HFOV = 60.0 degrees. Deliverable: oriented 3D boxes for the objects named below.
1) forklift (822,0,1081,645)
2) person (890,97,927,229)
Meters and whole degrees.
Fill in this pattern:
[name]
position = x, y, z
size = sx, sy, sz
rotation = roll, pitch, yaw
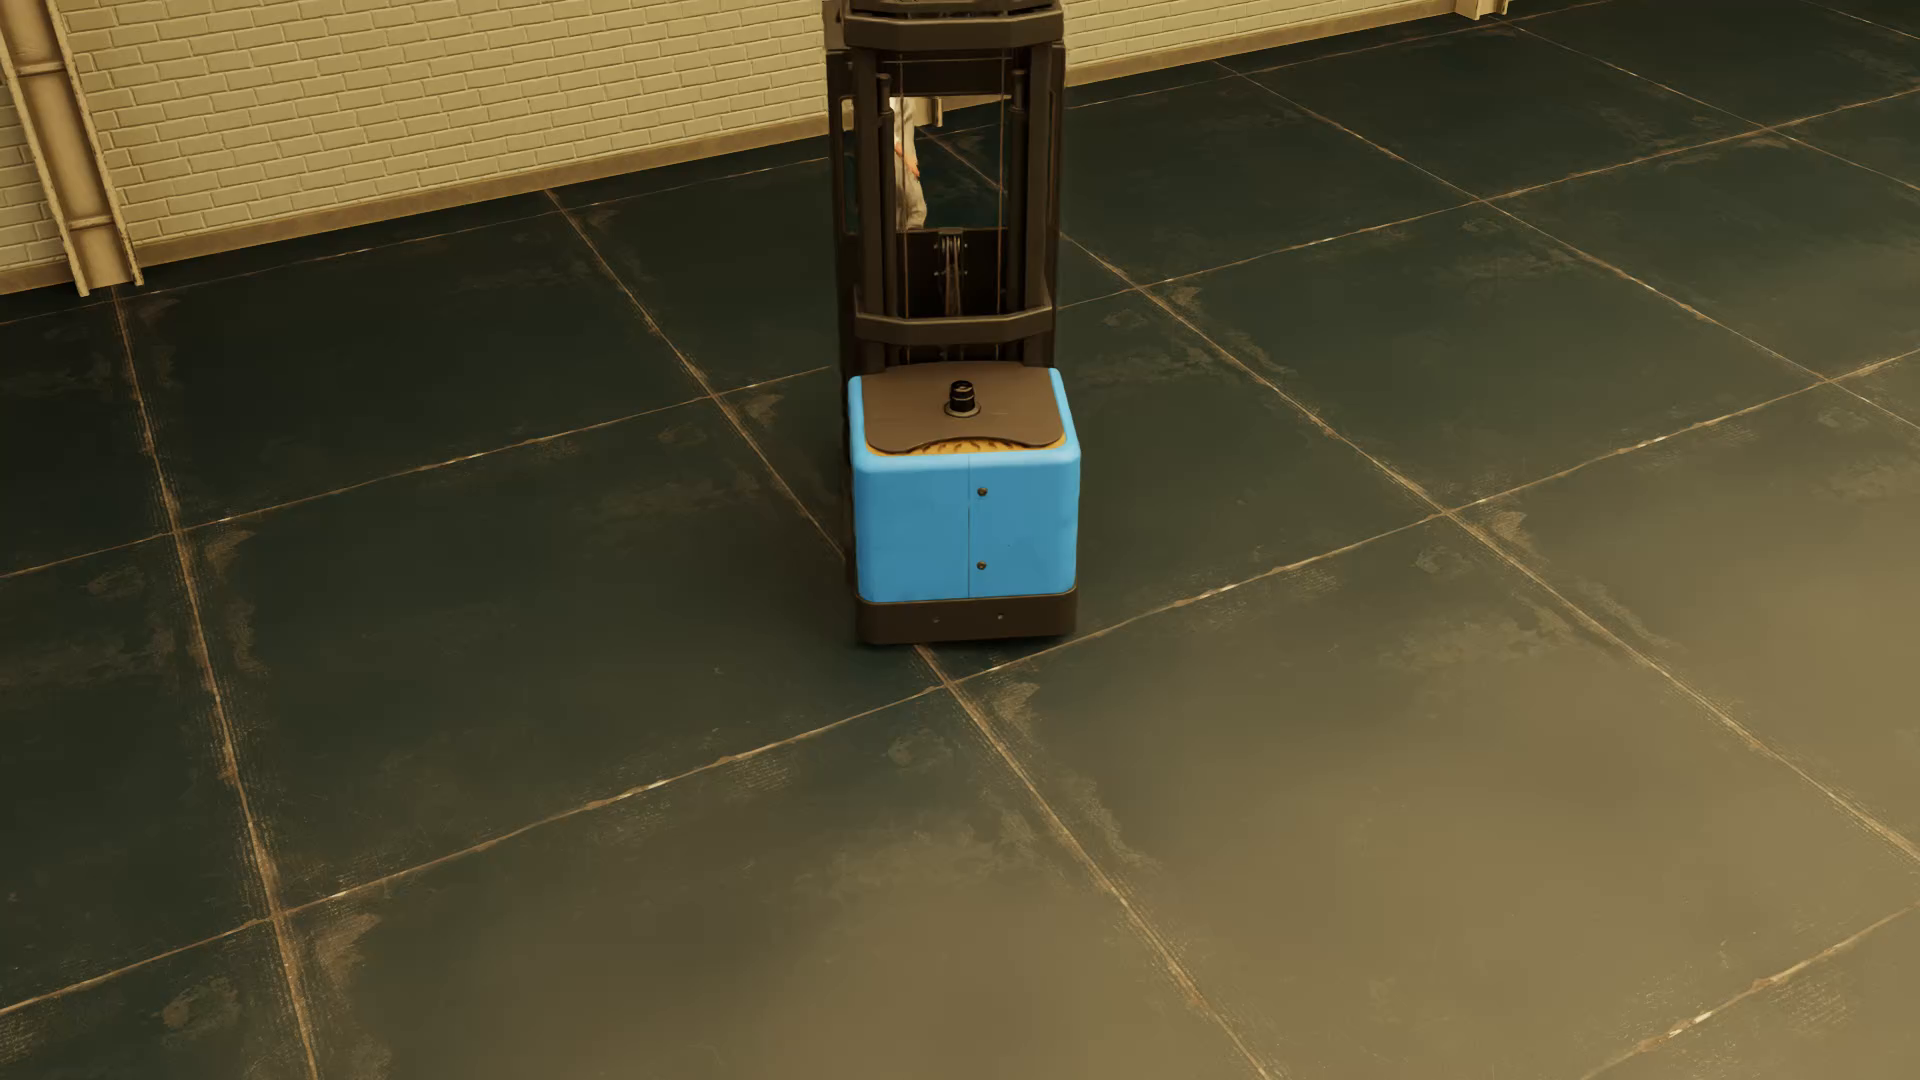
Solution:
[forklift]
position = -0.087, -1.536, 8.296
size = 1.130, 2.935, 3.031
rotation = -3, 35, -4
[person]
position = -0.362, -2.458, 10.782
size = 0.445, 1.576, 0.617
rotation = -7, 36, -9
